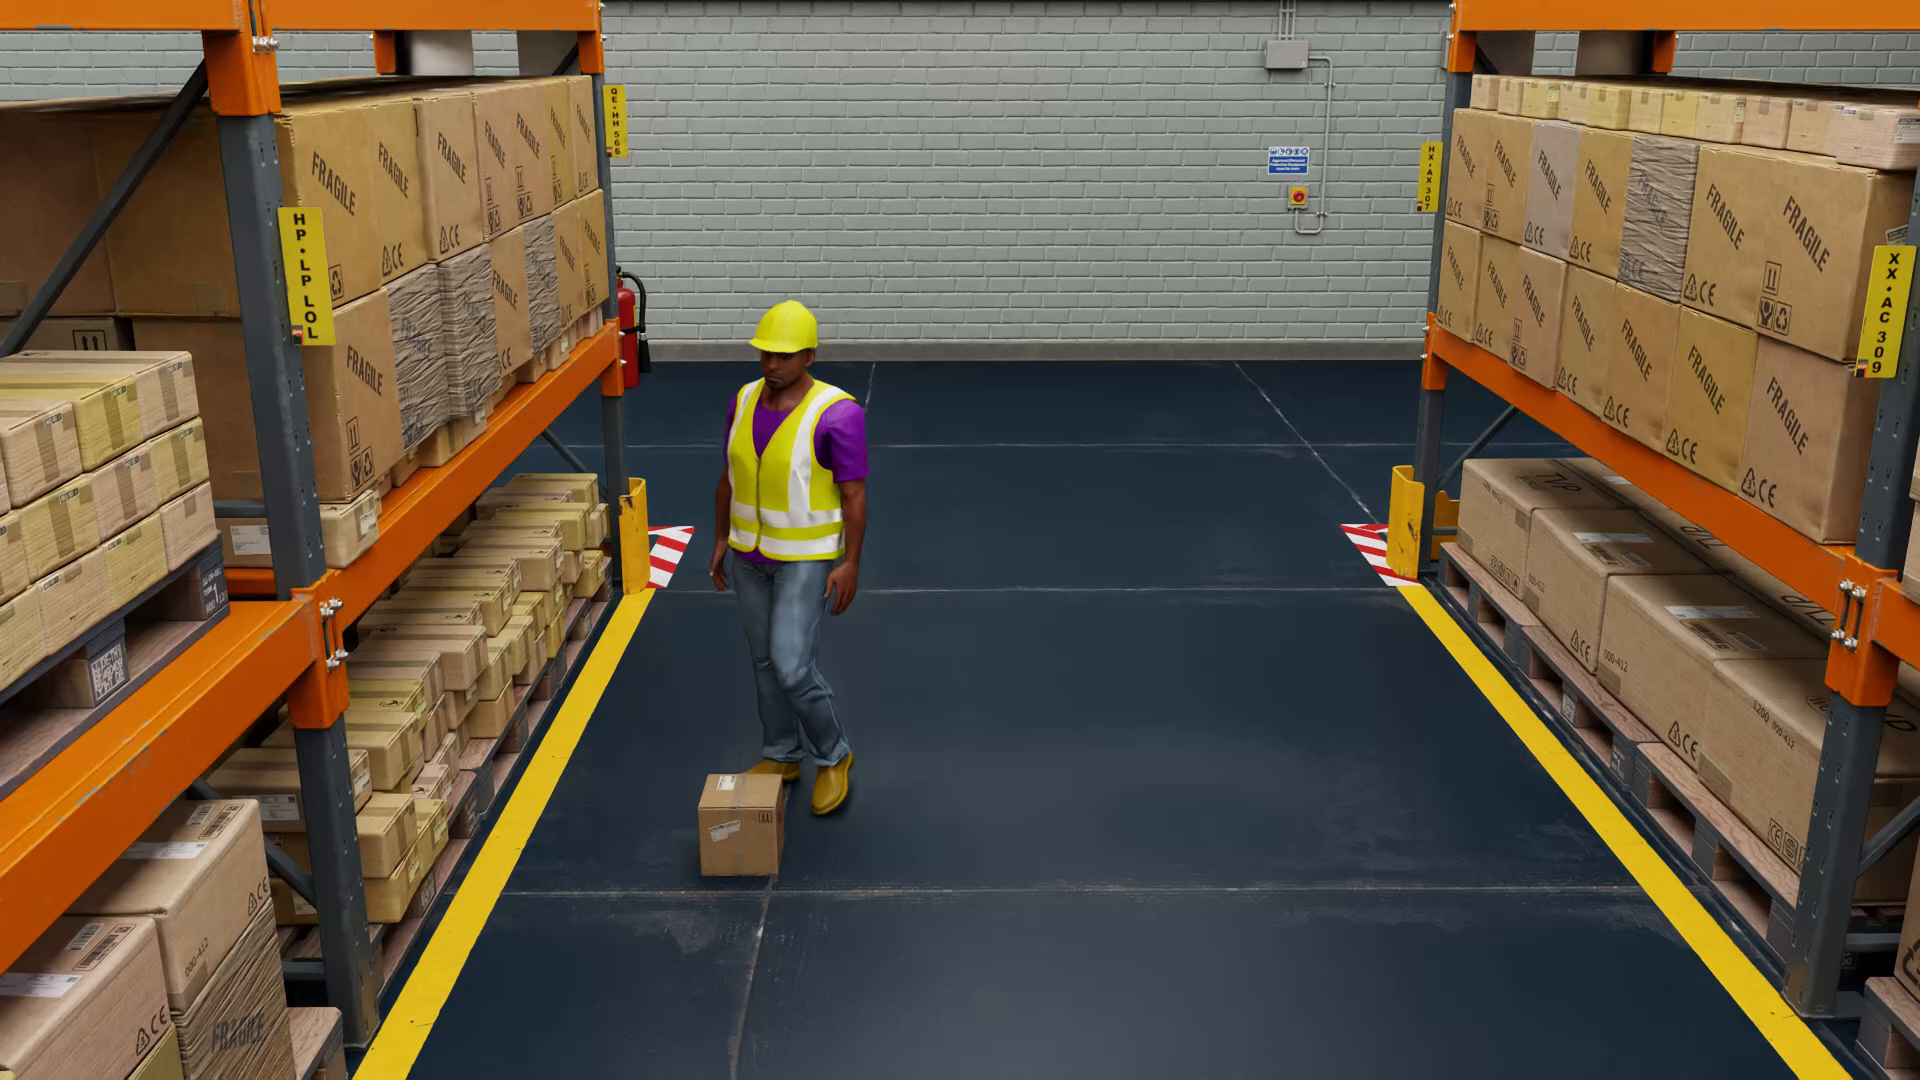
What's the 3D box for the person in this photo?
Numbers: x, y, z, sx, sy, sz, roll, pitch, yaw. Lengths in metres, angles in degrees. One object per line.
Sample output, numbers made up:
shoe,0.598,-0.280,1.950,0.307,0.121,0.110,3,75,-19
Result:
person,-0.634,0.055,5.783,0.612,1.770,0.425,11,20,32
